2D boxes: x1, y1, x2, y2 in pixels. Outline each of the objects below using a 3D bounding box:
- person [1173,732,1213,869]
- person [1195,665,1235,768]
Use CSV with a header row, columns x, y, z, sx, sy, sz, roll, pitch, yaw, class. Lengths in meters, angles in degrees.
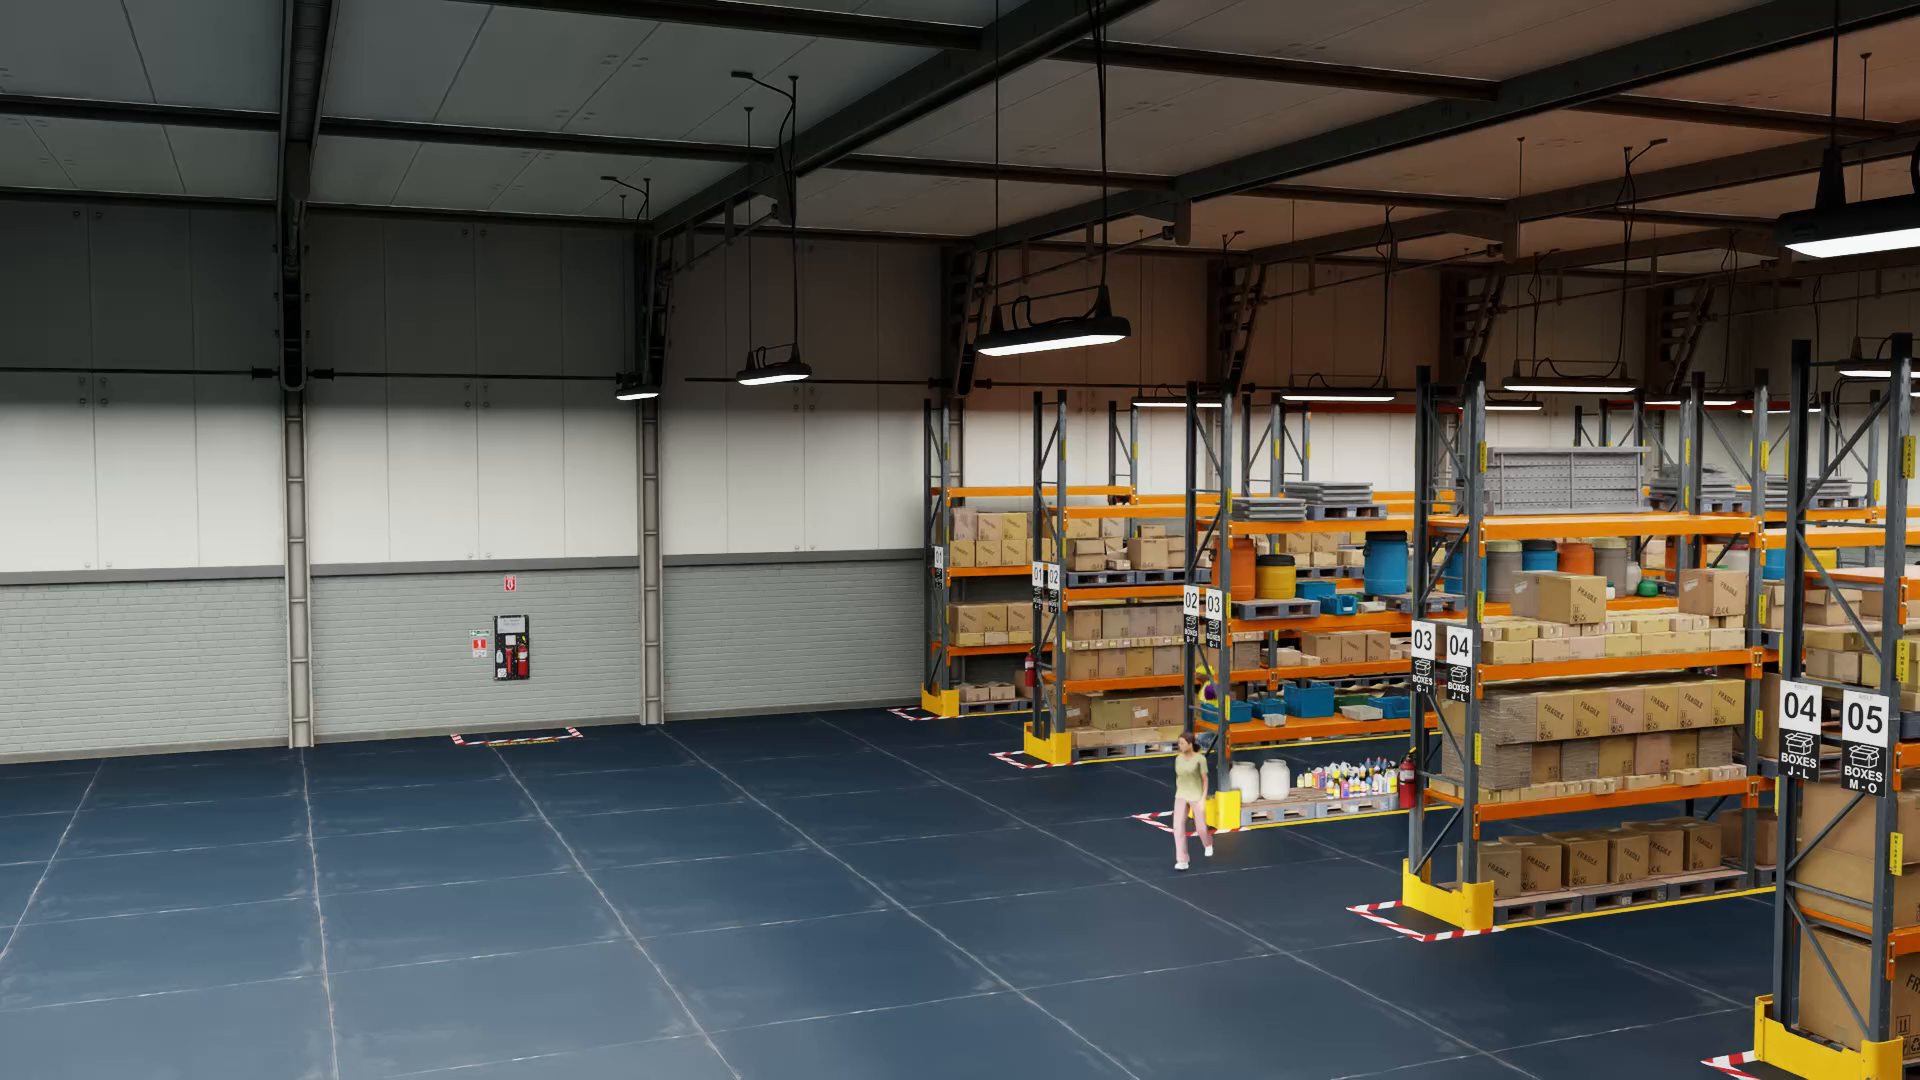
x,y,z,sx,sy,sz,roll,pitch,yaw,class
2.814,3.156,20.287,0.449,1.622,0.906,2,4,26,person
4.026,2.788,26.173,0.666,1.671,0.755,-1,3,-10,person
